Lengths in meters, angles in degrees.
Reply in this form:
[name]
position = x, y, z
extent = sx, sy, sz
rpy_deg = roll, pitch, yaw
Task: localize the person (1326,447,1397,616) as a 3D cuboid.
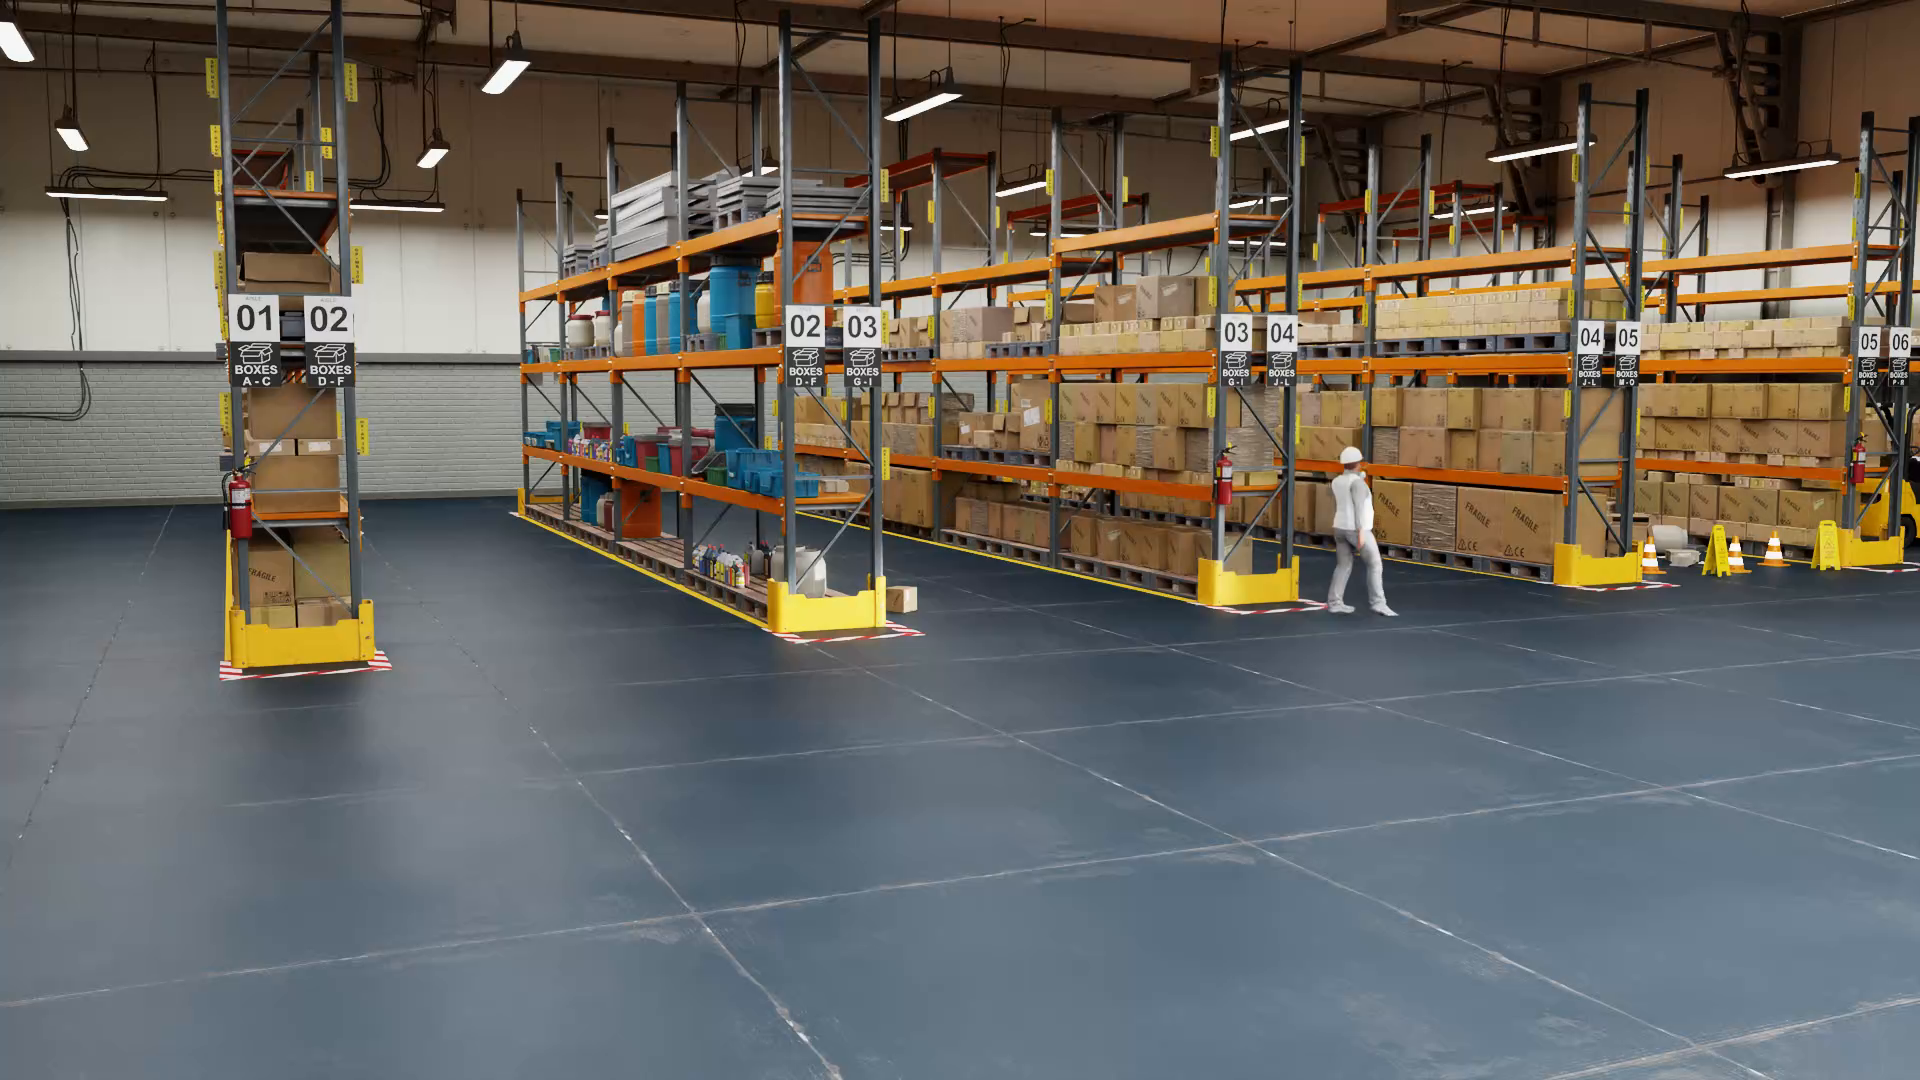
[person]
position = 4.211, -0.081, 17.616
extent = 0.717, 1.811, 0.572
rpy_deg = -2, 6, -24
